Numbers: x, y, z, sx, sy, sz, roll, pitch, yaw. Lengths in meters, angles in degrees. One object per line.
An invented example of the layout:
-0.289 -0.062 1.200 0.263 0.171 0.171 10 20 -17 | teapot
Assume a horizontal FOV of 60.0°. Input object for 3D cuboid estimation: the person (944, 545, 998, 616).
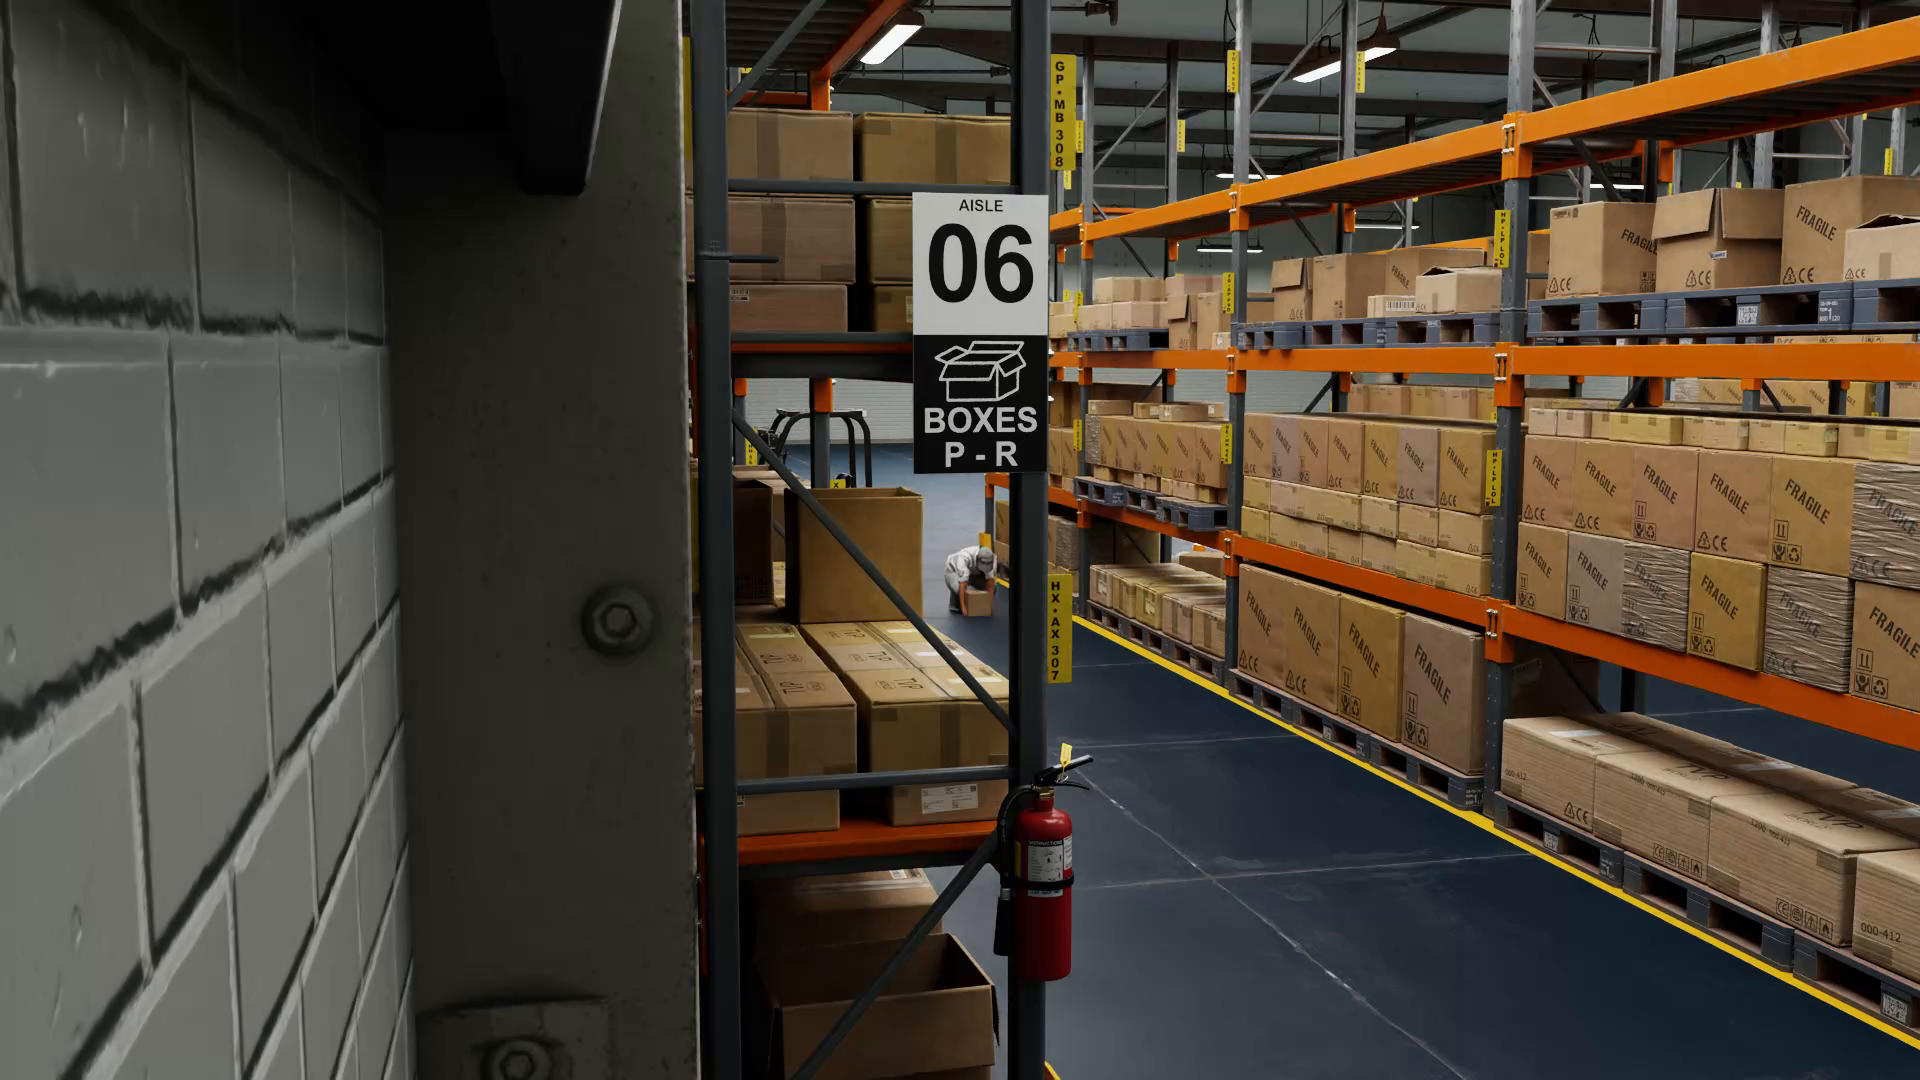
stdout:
0.125 0.437 18.027 0.504 0.822 0.898 -2 6 -16 | person
